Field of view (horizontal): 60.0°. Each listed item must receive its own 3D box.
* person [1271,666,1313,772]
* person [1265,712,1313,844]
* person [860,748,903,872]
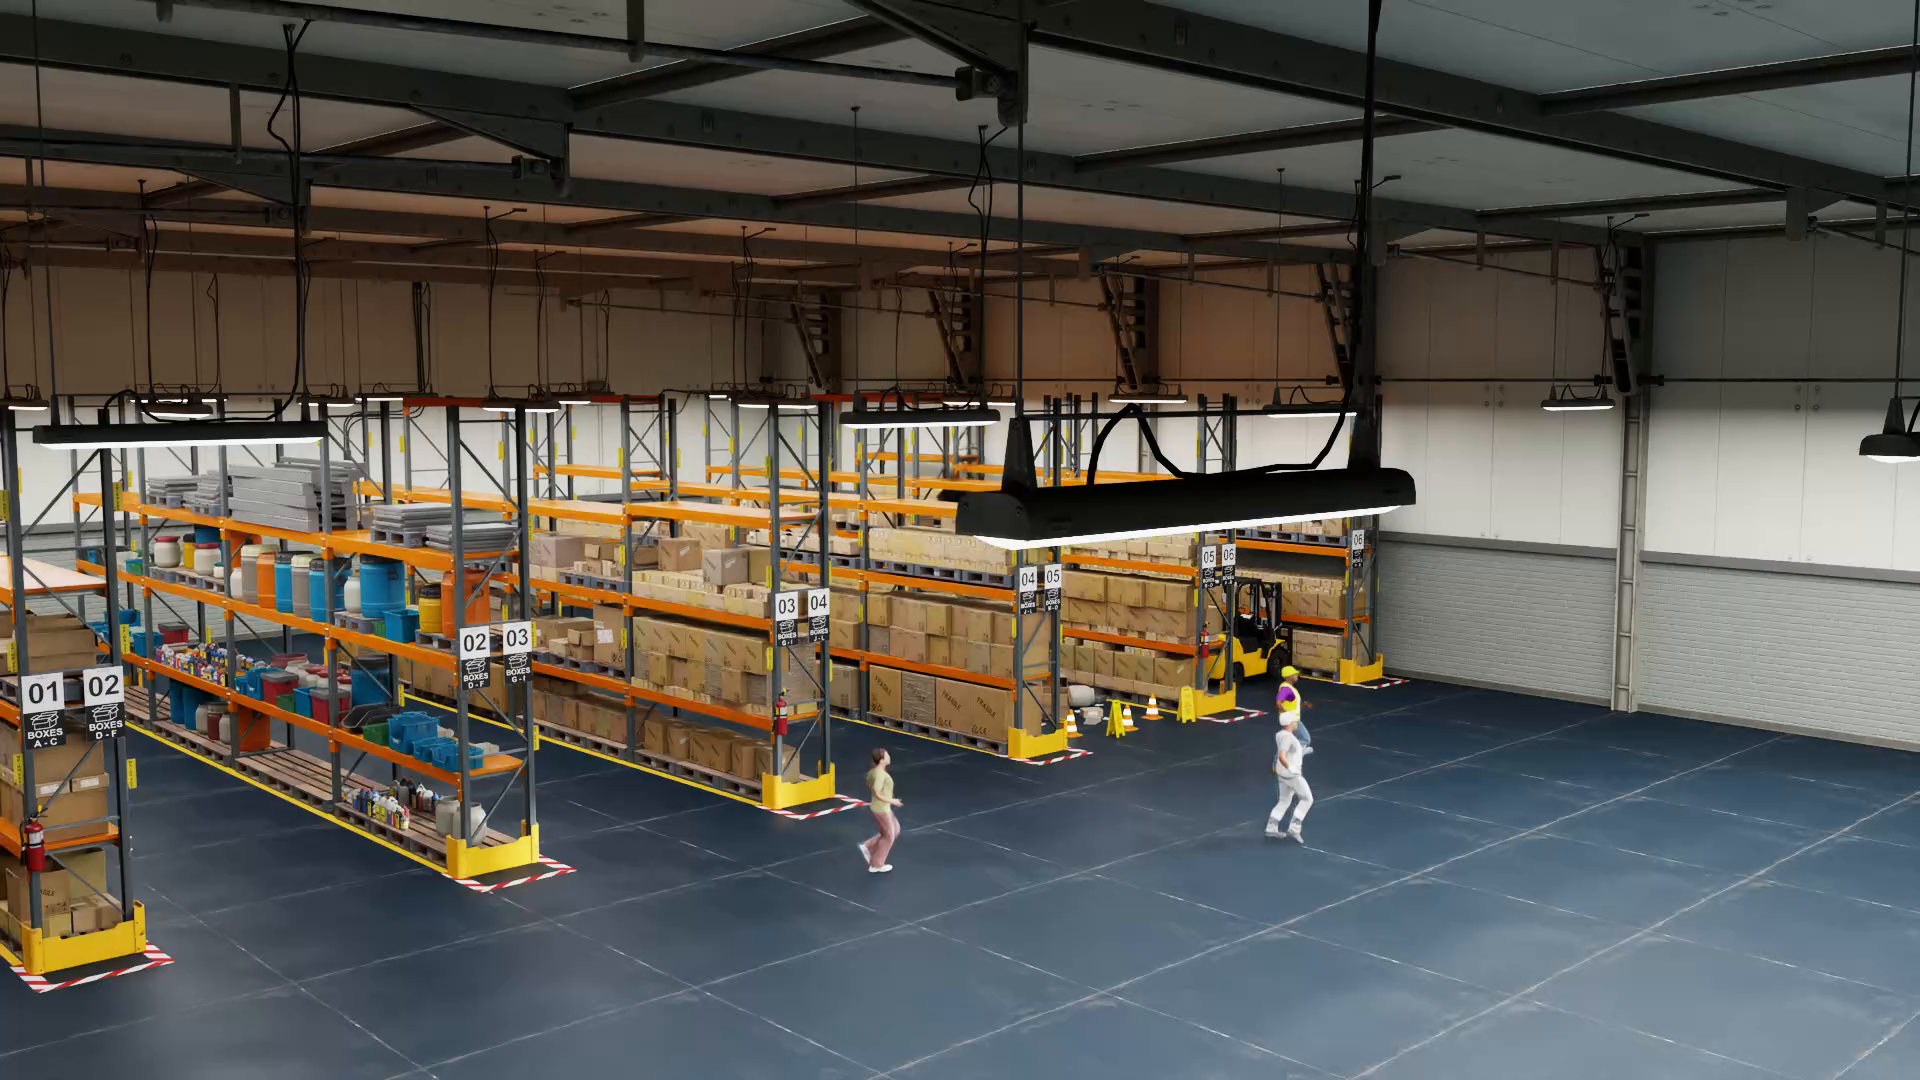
[{"bbox_3d":[5.326,2.882,26.611,0.665,1.740,0.684,0,6,1],"label":"person"},{"bbox_3d":[4.535,3.249,22.735,0.699,1.825,0.633,-1,6,-11],"label":"person"},{"bbox_3d":[-1.016,3.457,21.328,0.533,1.624,0.558,-1,6,-10],"label":"person"}]
